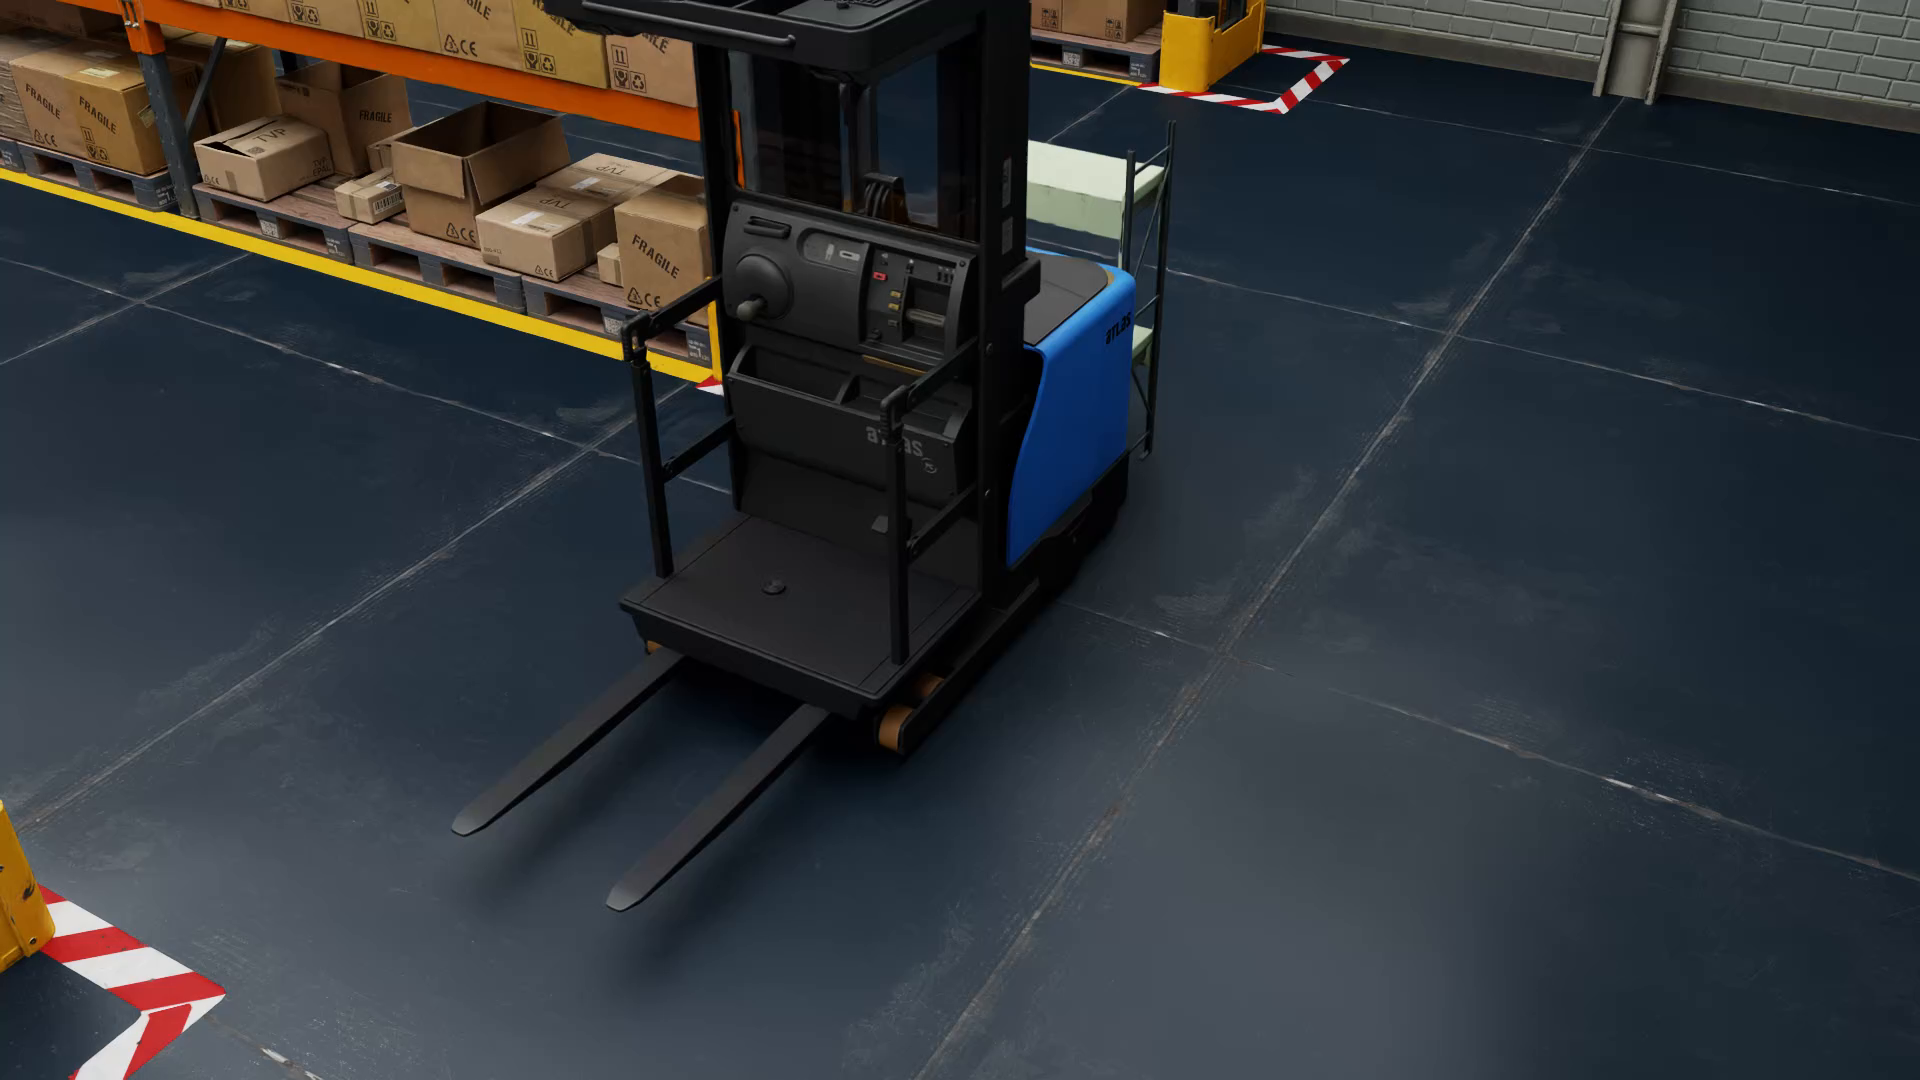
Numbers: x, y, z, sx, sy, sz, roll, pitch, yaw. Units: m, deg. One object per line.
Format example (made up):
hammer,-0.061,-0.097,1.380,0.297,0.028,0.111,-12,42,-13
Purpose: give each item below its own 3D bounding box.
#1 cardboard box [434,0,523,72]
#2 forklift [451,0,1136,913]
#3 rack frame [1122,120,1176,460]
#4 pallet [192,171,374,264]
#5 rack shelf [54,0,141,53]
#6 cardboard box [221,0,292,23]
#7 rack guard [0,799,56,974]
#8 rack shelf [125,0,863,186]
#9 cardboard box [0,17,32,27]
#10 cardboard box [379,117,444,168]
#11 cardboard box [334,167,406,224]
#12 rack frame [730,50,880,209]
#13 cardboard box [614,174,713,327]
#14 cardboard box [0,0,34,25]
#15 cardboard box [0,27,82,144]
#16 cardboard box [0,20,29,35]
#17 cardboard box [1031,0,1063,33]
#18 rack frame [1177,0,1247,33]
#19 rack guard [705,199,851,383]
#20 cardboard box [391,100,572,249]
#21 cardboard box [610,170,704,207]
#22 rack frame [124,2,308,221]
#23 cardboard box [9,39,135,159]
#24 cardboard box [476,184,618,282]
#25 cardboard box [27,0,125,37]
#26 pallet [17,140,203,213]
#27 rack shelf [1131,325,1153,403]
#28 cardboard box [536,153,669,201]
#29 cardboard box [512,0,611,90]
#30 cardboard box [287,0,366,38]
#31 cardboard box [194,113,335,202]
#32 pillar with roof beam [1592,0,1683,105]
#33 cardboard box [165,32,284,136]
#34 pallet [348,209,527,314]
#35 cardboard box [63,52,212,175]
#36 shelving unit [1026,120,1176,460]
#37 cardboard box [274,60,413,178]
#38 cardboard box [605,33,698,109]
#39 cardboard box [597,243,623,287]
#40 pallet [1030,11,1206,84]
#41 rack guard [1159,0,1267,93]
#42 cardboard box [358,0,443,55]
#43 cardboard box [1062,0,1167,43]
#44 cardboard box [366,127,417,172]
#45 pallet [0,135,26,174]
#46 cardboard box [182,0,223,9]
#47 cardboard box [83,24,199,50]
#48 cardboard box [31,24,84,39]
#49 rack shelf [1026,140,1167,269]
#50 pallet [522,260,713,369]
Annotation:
cardboard box,-2.098,-2.542,7.770,0.500,0.500,0.500,18,38,25
forklift,-0.490,-0.788,5.289,1.130,2.935,3.031,18,38,25
rack frame,0.737,-0.925,6.785,0.023,1.500,0.400,18,38,25
pallet,-3.569,-1.977,9.529,1.213,0.211,1.003,18,37,24
rack shelf,-5.901,-3.578,10.066,4.000,0.370,1.077,18,37,24
cardboard box,-3.411,-2.958,8.396,0.500,0.500,0.500,18,38,25
rack guard,-3.125,1.196,4.502,0.348,0.500,1.175,18,37,24
rack shelf,-2.428,-2.478,8.414,4.000,0.370,1.077,18,37,24
cardboard box,-5.801,-3.142,10.620,0.500,0.500,0.500,16,37,23
cardboard box,-2.878,-2.165,9.323,0.500,0.311,0.500,18,37,24
cardboard box,-3.151,-1.878,9.024,0.250,0.166,0.380,18,37,24
rack frame,-0.691,-2.227,7.388,0.127,3.000,1.000,18,37,24
cardboard box,-1.286,-1.401,8.006,0.500,0.500,0.500,18,37,24
cardboard box,-5.767,-3.445,10.399,0.500,0.250,0.500,17,37,24
cardboard box,-5.595,-2.746,10.025,0.500,0.500,0.500,18,38,25
cardboard box,-6.038,-2.885,10.234,0.500,0.500,0.500,16,37,23
cardboard box,0.671,-4.028,11.969,0.500,0.500,0.700,17,37,24
rack frame,1.763,-4.612,10.970,0.127,3.000,1.000,18,37,24
rack guard,-0.757,-1.208,8.112,0.348,0.500,1.175,18,37,24
cardboard box,-2.531,-1.957,8.838,0.637,0.503,0.797,18,37,24
cardboard box,-1.457,-1.689,8.664,0.500,0.250,0.500,18,37,24
rack frame,-4.164,-3.327,9.040,0.127,3.000,1.000,18,37,24
cardboard box,-5.160,-2.608,9.818,0.500,0.500,0.500,18,38,25
cardboard box,-2.096,-1.572,8.489,0.500,0.250,0.500,18,37,24
cardboard box,-5.332,-3.307,10.192,0.500,0.250,0.500,18,38,24
pallet,-4.889,-2.372,10.122,1.213,0.211,1.003,18,37,24
rack shelf,0.422,-0.756,7.120,0.720,0.370,0.431,18,38,25
cardboard box,-1.891,-1.827,8.871,0.500,0.250,0.500,18,37,24
cardboard box,-1.668,-2.402,7.560,0.500,0.500,0.500,18,38,25
cardboard box,-2.978,-2.820,8.188,0.500,0.500,0.500,17,37,24
cardboard box,-3.907,-2.172,9.334,0.500,0.311,0.500,18,37,24
pillar with roof beam,2.401,-4.711,5.706,0.400,9.000,9.100,18,37,24
cardboard box,-4.463,-2.720,9.987,0.500,0.500,0.500,16,37,22
pallet,-2.505,-1.642,9.026,1.213,0.211,1.003,18,37,24
cardboard box,-4.735,-2.468,9.608,0.500,0.500,0.500,17,37,24
shelving unit,0.422,-1.027,6.940,0.755,1.500,0.431,18,38,25
cardboard box,-3.529,-2.450,9.581,0.500,0.500,0.500,18,37,24
cardboard box,-1.215,-2.261,7.349,0.500,0.500,0.500,19,38,26
cardboard box,-1.593,-1.417,8.330,0.250,0.166,0.380,18,37,24
pallet,1.030,-3.634,12.016,1.213,0.211,1.003,18,37,24
rack guard,1.784,-3.565,11.652,0.348,0.500,1.175,18,37,24
cardboard box,-2.535,-2.680,7.979,0.500,0.500,0.500,17,37,24
cardboard box,1.106,-3.891,11.763,0.500,0.500,0.700,18,37,24
cardboard box,-3.174,-2.229,9.567,0.250,0.149,0.380,18,37,24
pallet,-5.953,-2.707,10.625,1.213,0.211,1.003,18,37,24
cardboard box,-3.857,-3.098,8.605,0.500,0.500,0.500,19,38,26
cardboard box,-4.932,-2.862,10.199,0.500,0.500,0.500,18,38,25
cardboard box,-5.362,-3.003,10.411,0.500,0.500,0.500,18,38,25
rack shelf,0.422,-1.352,6.723,0.720,0.370,0.431,18,38,25
pallet,-1.450,-1.306,8.521,1.213,0.211,1.003,18,37,24
